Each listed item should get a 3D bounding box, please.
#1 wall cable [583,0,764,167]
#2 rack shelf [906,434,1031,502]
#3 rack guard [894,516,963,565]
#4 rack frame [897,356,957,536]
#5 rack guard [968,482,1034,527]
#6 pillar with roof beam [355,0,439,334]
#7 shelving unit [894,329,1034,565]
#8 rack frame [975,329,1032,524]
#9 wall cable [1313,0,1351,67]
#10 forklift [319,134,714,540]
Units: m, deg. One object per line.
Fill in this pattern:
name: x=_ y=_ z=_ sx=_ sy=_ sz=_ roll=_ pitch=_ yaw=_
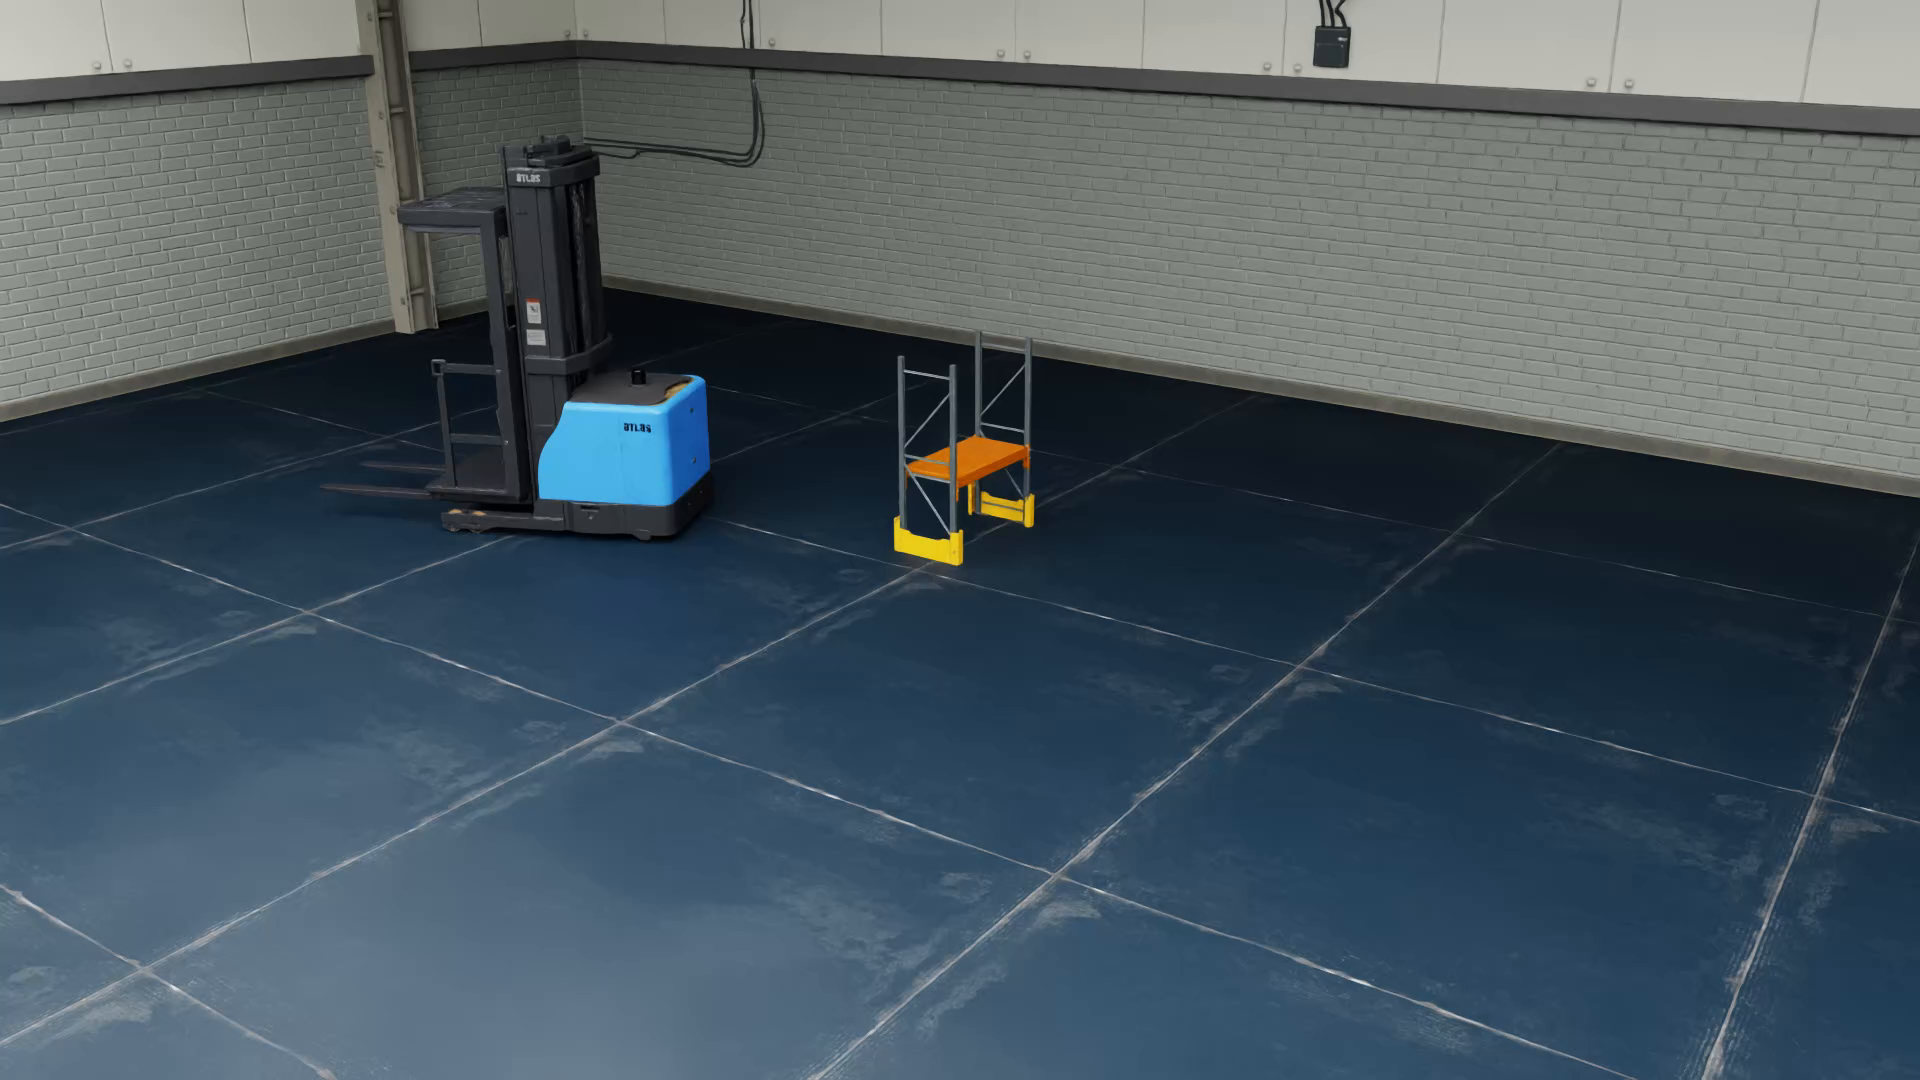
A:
wall cable: x=-3.591 y=-5.810 z=19.976 sx=3.097 sy=2.526 sz=0.112 roll=13 pitch=24 yaw=32
rack shelf: x=0.048 y=-0.559 z=12.633 sx=0.538 sy=0.185 sz=1.000 roll=13 pitch=24 yaw=32
rack guard: x=-0.237 y=0.004 z=12.394 sx=0.587 sy=0.250 sz=0.087 roll=13 pitch=24 yaw=32
rack frame: x=-0.238 y=-0.582 z=12.177 sx=0.500 sy=1.500 sz=0.032 roll=13 pitch=24 yaw=32
rack guard: x=0.323 y=-0.282 z=13.167 sx=0.587 sy=0.250 sz=0.087 roll=13 pitch=24 yaw=32
pillar with roof beam: x=-2.781 y=-5.839 z=15.579 sx=9.100 sy=9.000 sz=0.400 roll=13 pitch=24 yaw=32
shelving unit: x=0.043 y=-0.725 z=12.564 sx=0.587 sy=1.500 sz=1.083 roll=13 pitch=24 yaw=32
rack frame: x=0.334 y=-0.874 z=12.965 sx=0.500 sy=1.500 sz=0.032 roll=13 pitch=24 yaw=32
wall cable: x=4.251 y=-7.005 z=13.829 sx=2.305 sy=6.003 sz=0.169 roll=13 pitch=24 yaw=32
forklift: x=-3.569 y=-1.605 z=12.879 sx=3.031 sy=2.935 sz=1.130 roll=4 pitch=21 yaw=10
